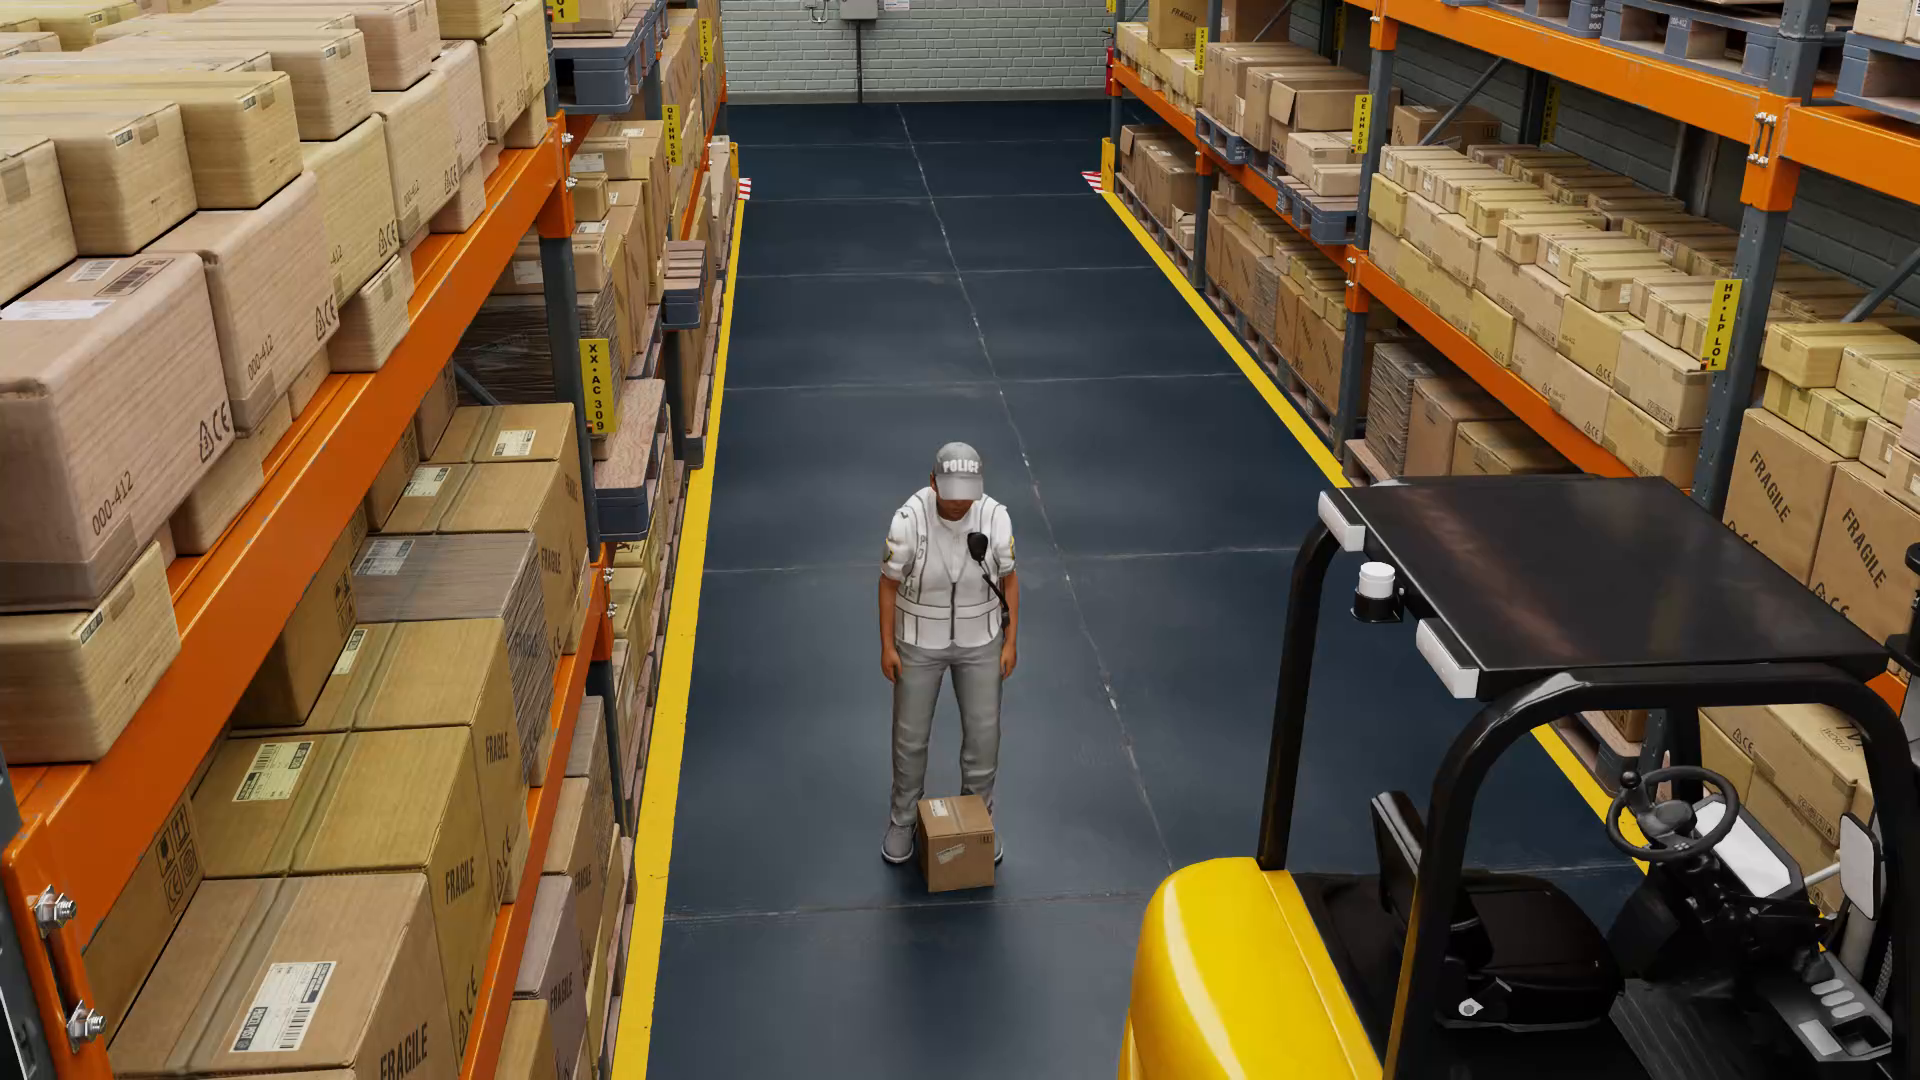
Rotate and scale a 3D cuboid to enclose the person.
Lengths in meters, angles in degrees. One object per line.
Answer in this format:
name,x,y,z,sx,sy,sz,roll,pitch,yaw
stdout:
person,-0.044,0.406,6.176,0.537,1.665,0.455,-3,24,-6
